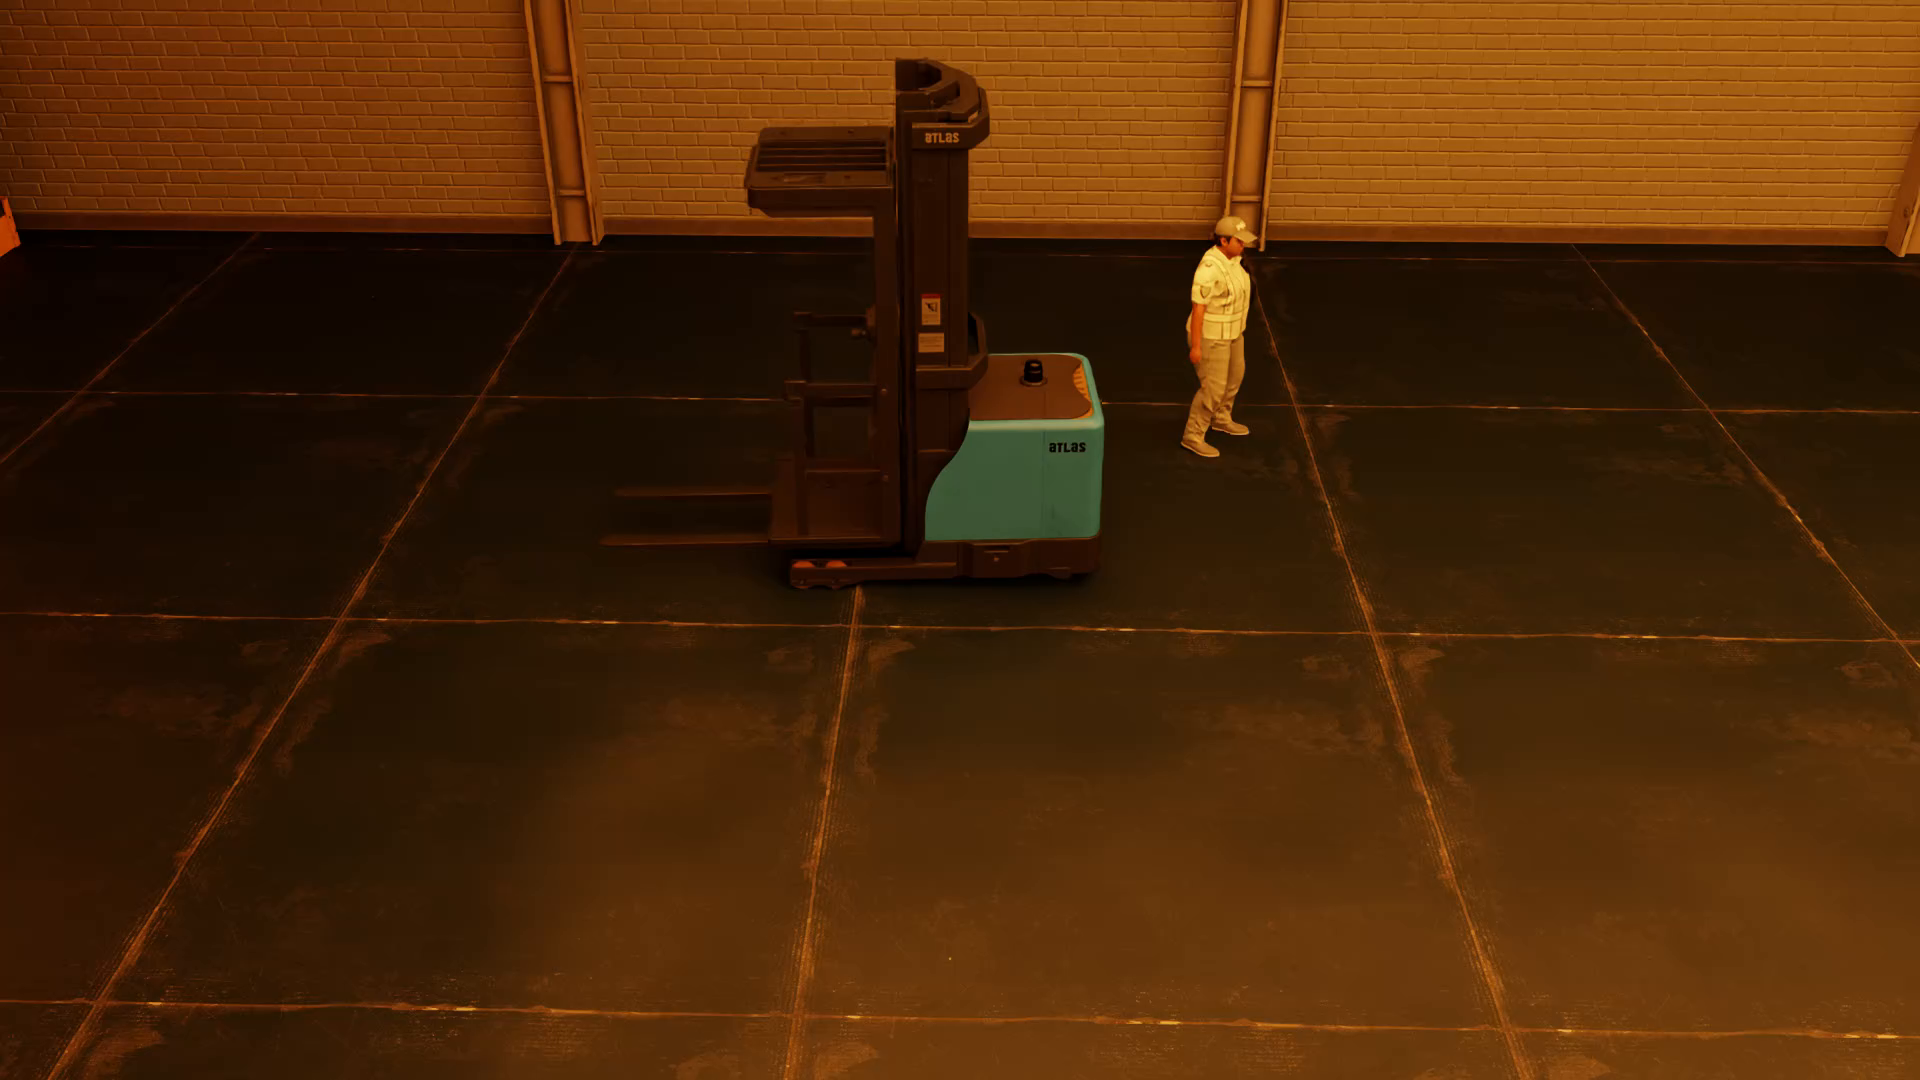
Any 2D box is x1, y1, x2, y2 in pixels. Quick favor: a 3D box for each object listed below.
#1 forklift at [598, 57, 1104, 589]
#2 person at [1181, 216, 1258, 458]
[{"bbox_3d":[-0.680,-1.242,9.720,3.031,2.935,1.130,-1,31,-2],"label":"forklift"},{"bbox_3d":[1.754,-1.400,11.246,0.407,1.655,0.628,16,34,26],"label":"person"}]
